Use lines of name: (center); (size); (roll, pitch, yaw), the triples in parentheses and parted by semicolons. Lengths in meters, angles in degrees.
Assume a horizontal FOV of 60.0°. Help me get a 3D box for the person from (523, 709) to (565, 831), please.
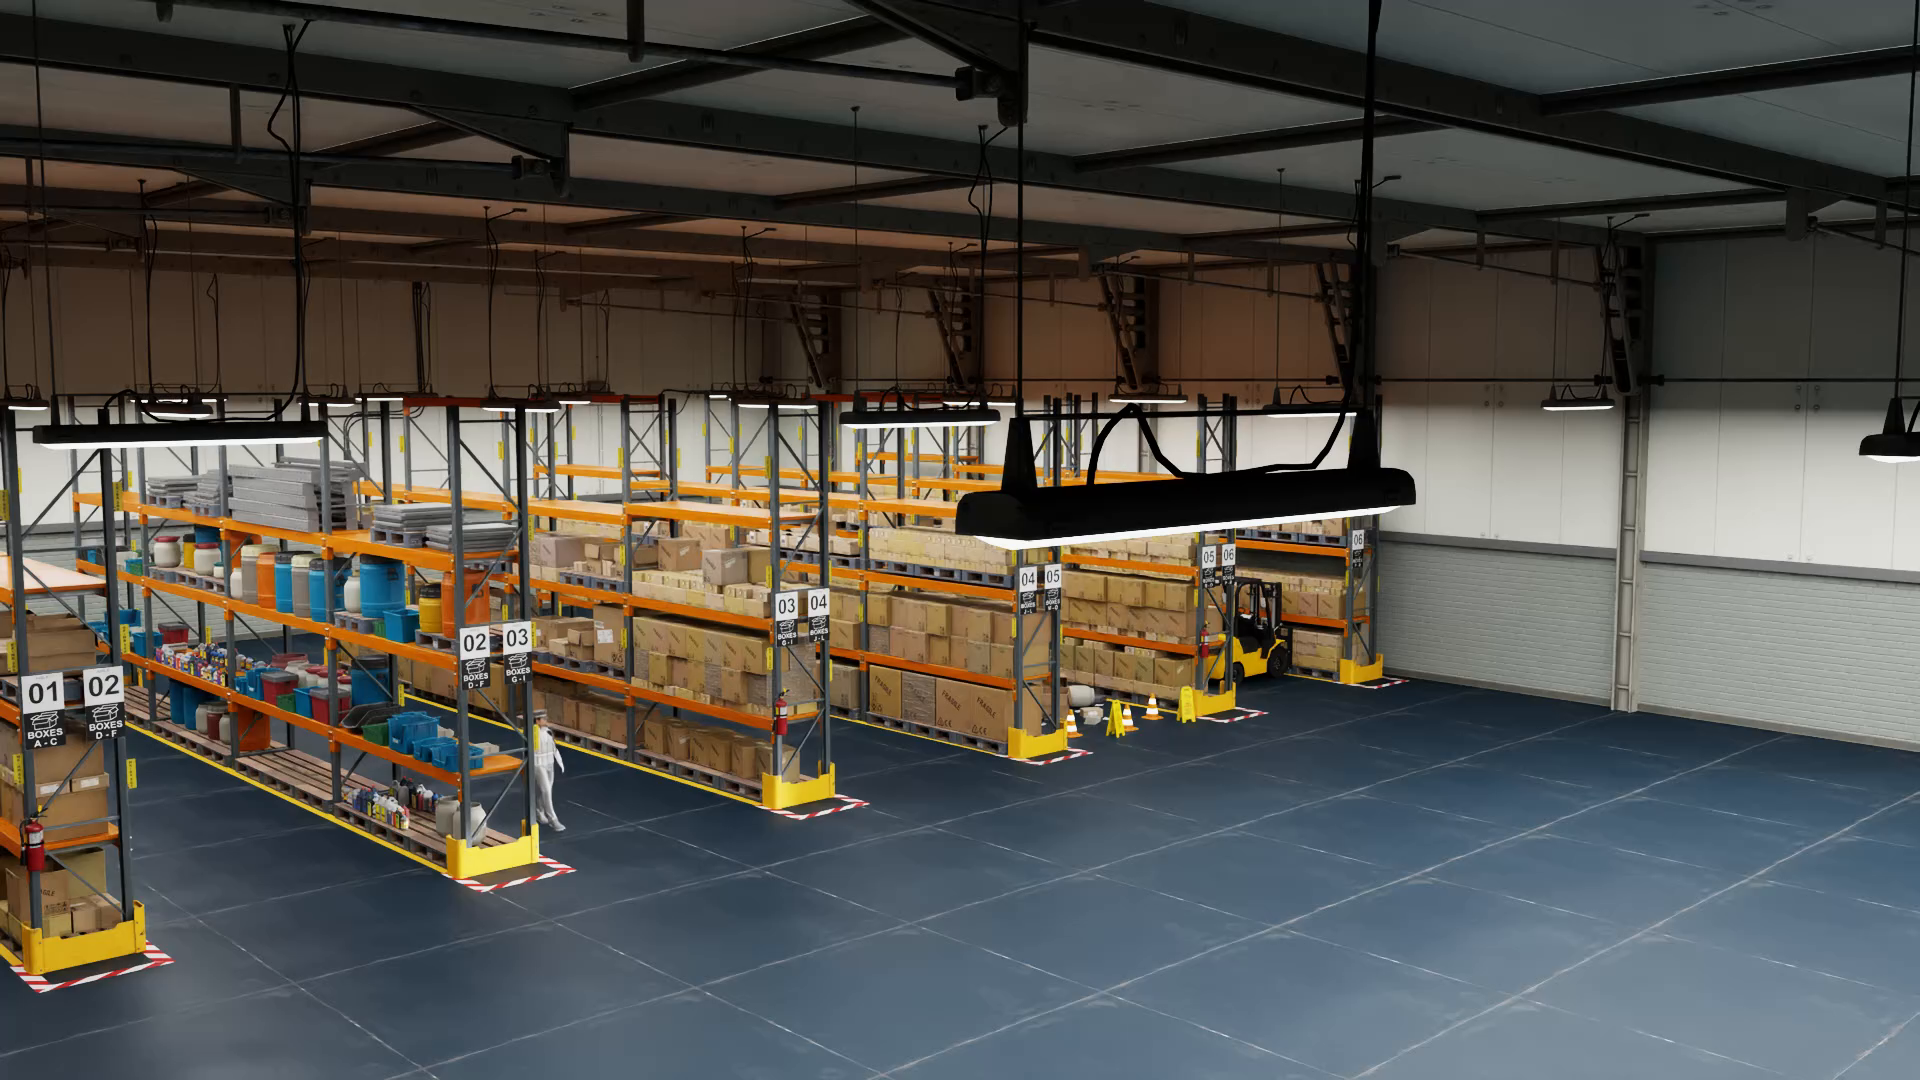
person: (-5.817, 3.245, 23.565); (0.757, 1.677, 0.519); (3, 6, 32)
